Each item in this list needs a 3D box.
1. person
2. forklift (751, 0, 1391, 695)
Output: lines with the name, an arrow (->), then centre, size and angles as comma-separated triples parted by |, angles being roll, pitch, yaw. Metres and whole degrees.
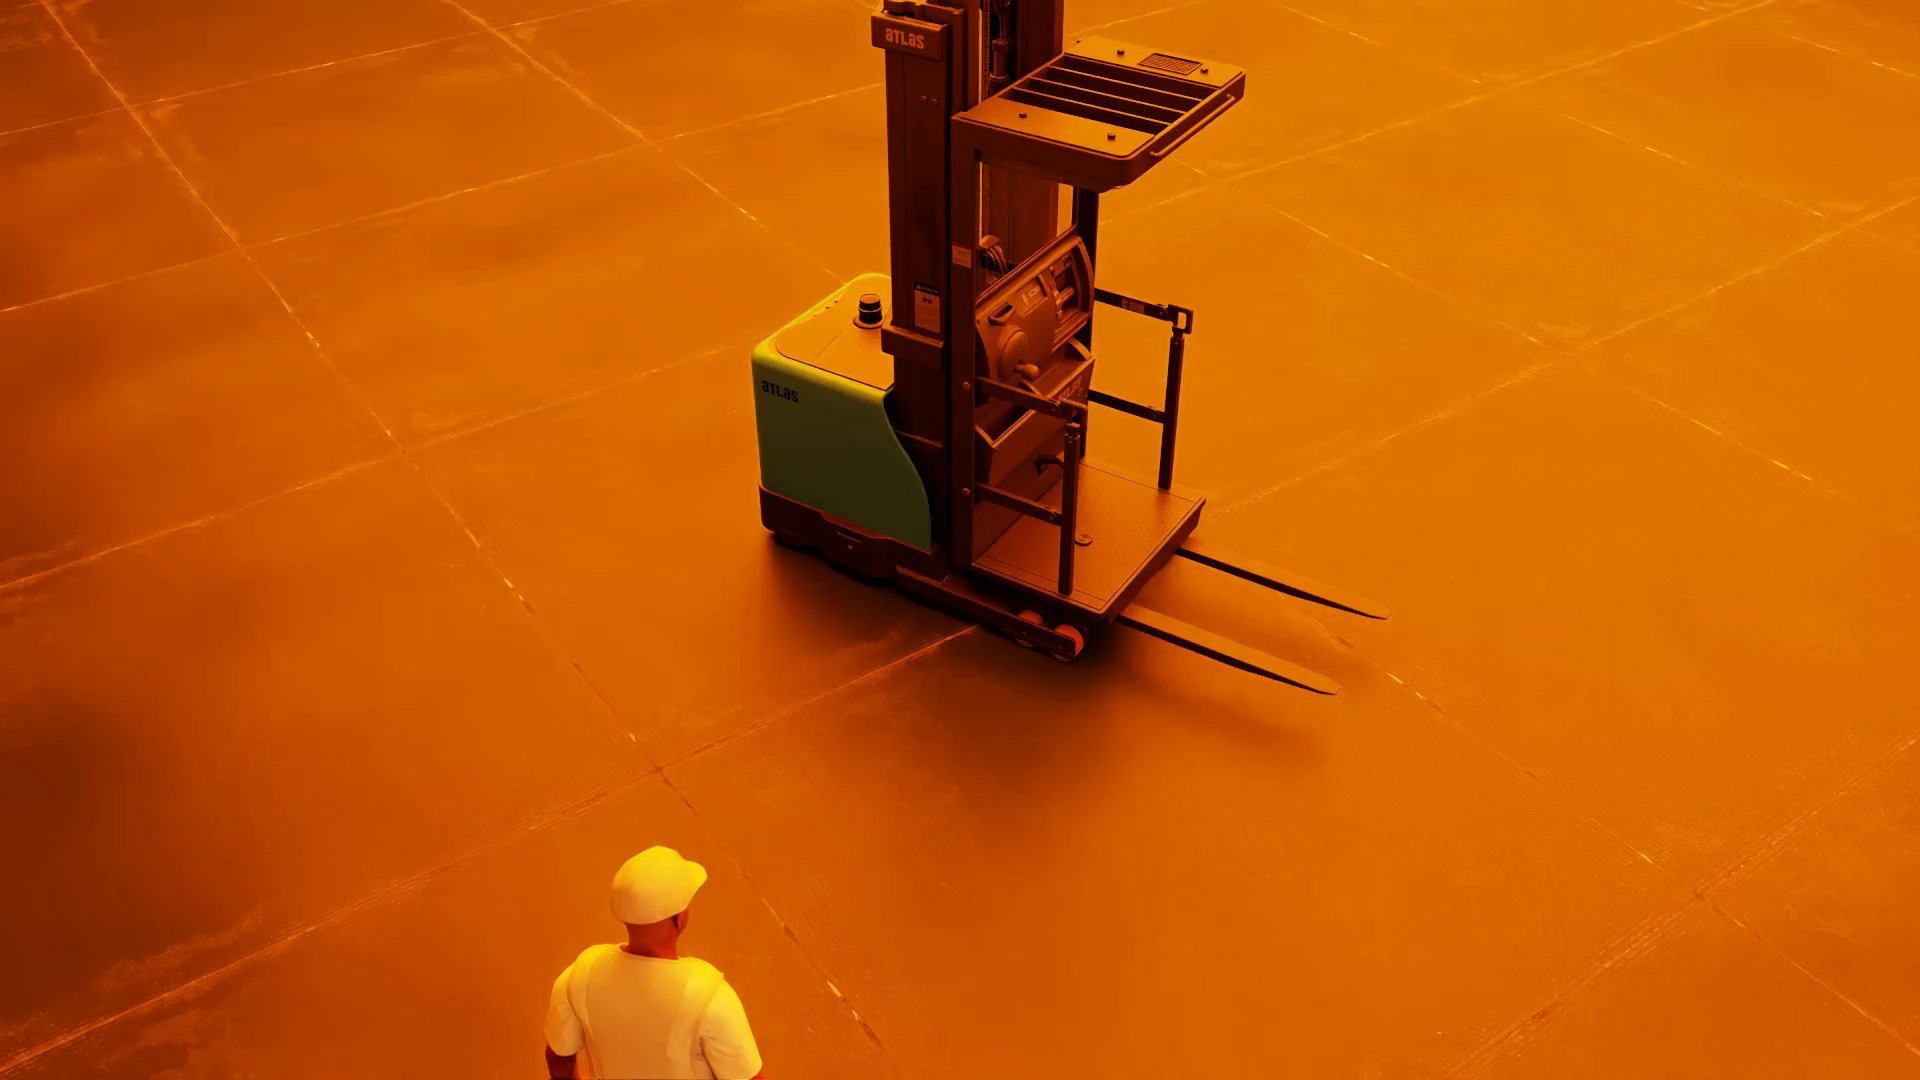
person -> -0.801, 1.588, 4.780 | 0.677, 1.766, 0.470 | 10, 38, 13
forklift -> 0.514, -0.985, 7.276 | 3.031, 2.935, 1.130 | 21, 41, 26
